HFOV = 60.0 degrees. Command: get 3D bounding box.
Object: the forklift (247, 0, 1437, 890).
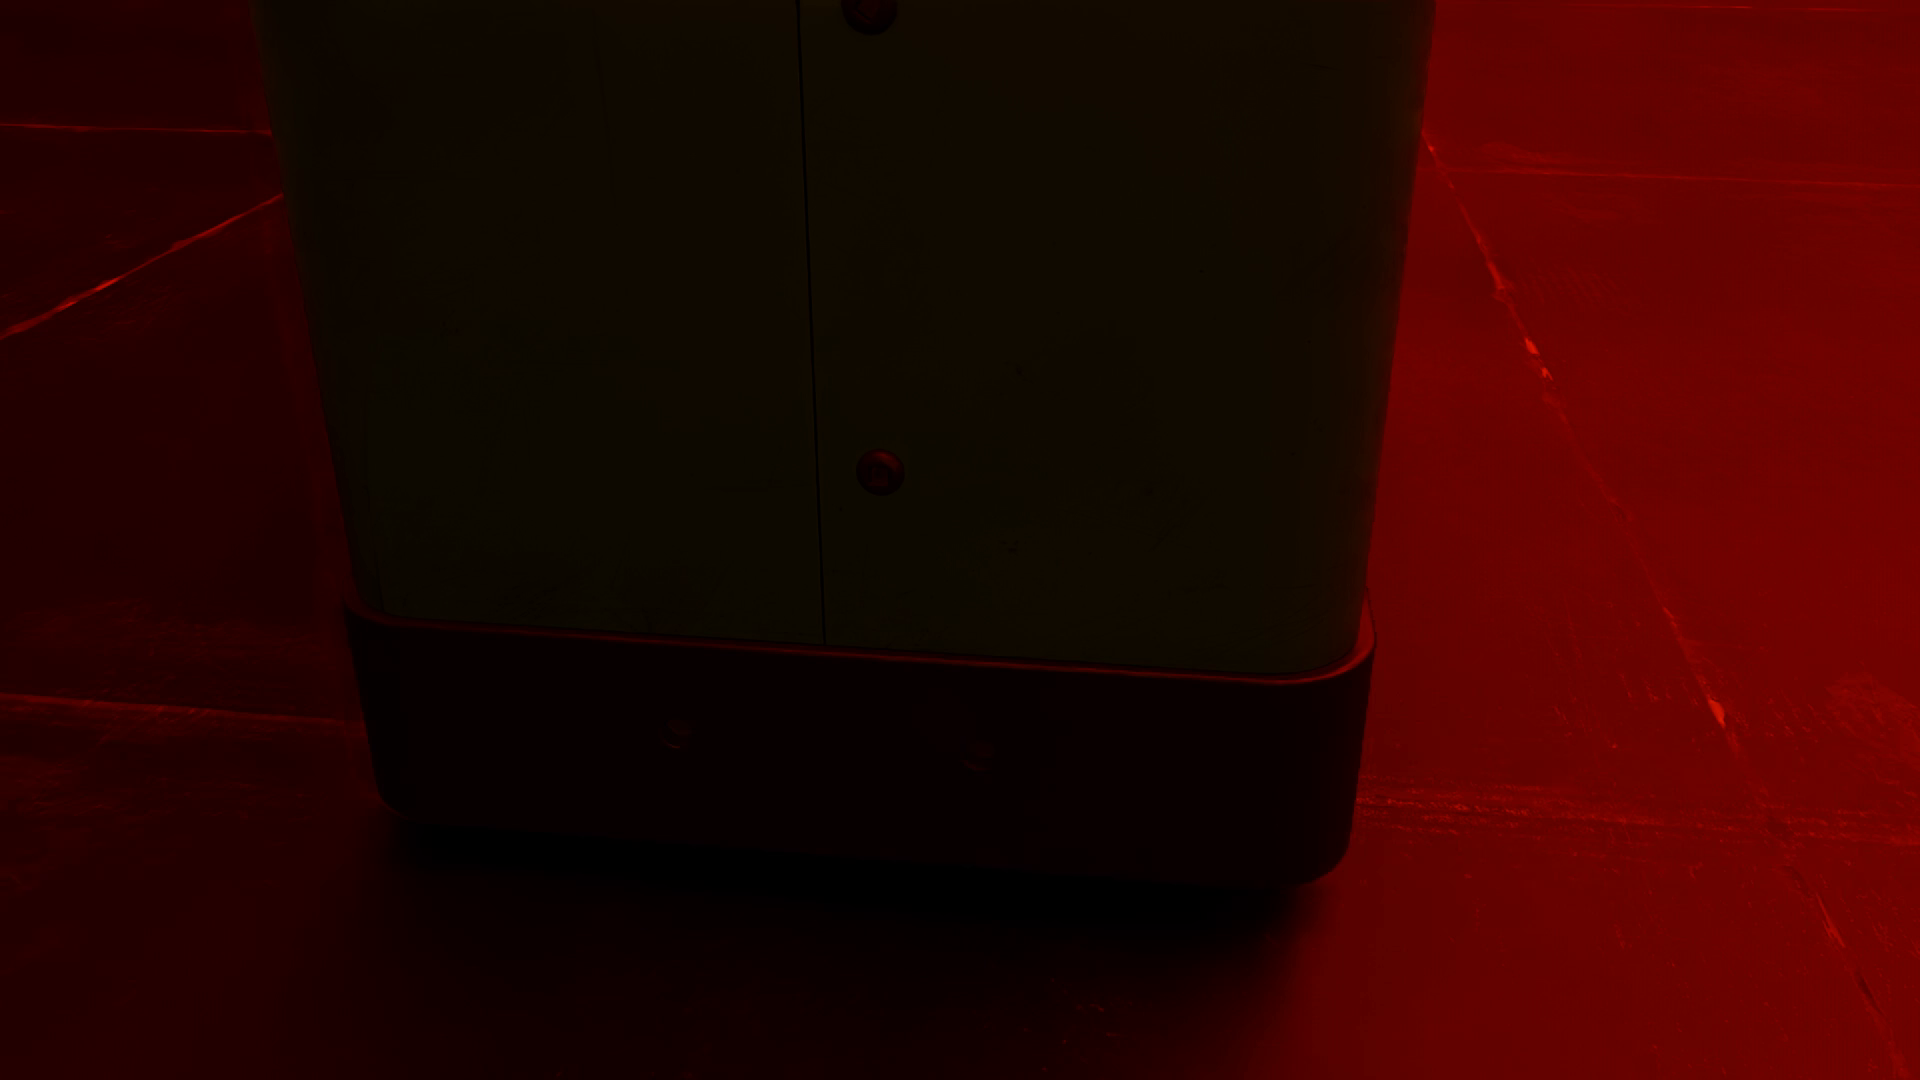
[{"bbox_3d":[0.063,-1.595,2.414,1.130,2.935,3.031,3,27,7],"label":"forklift"}]
